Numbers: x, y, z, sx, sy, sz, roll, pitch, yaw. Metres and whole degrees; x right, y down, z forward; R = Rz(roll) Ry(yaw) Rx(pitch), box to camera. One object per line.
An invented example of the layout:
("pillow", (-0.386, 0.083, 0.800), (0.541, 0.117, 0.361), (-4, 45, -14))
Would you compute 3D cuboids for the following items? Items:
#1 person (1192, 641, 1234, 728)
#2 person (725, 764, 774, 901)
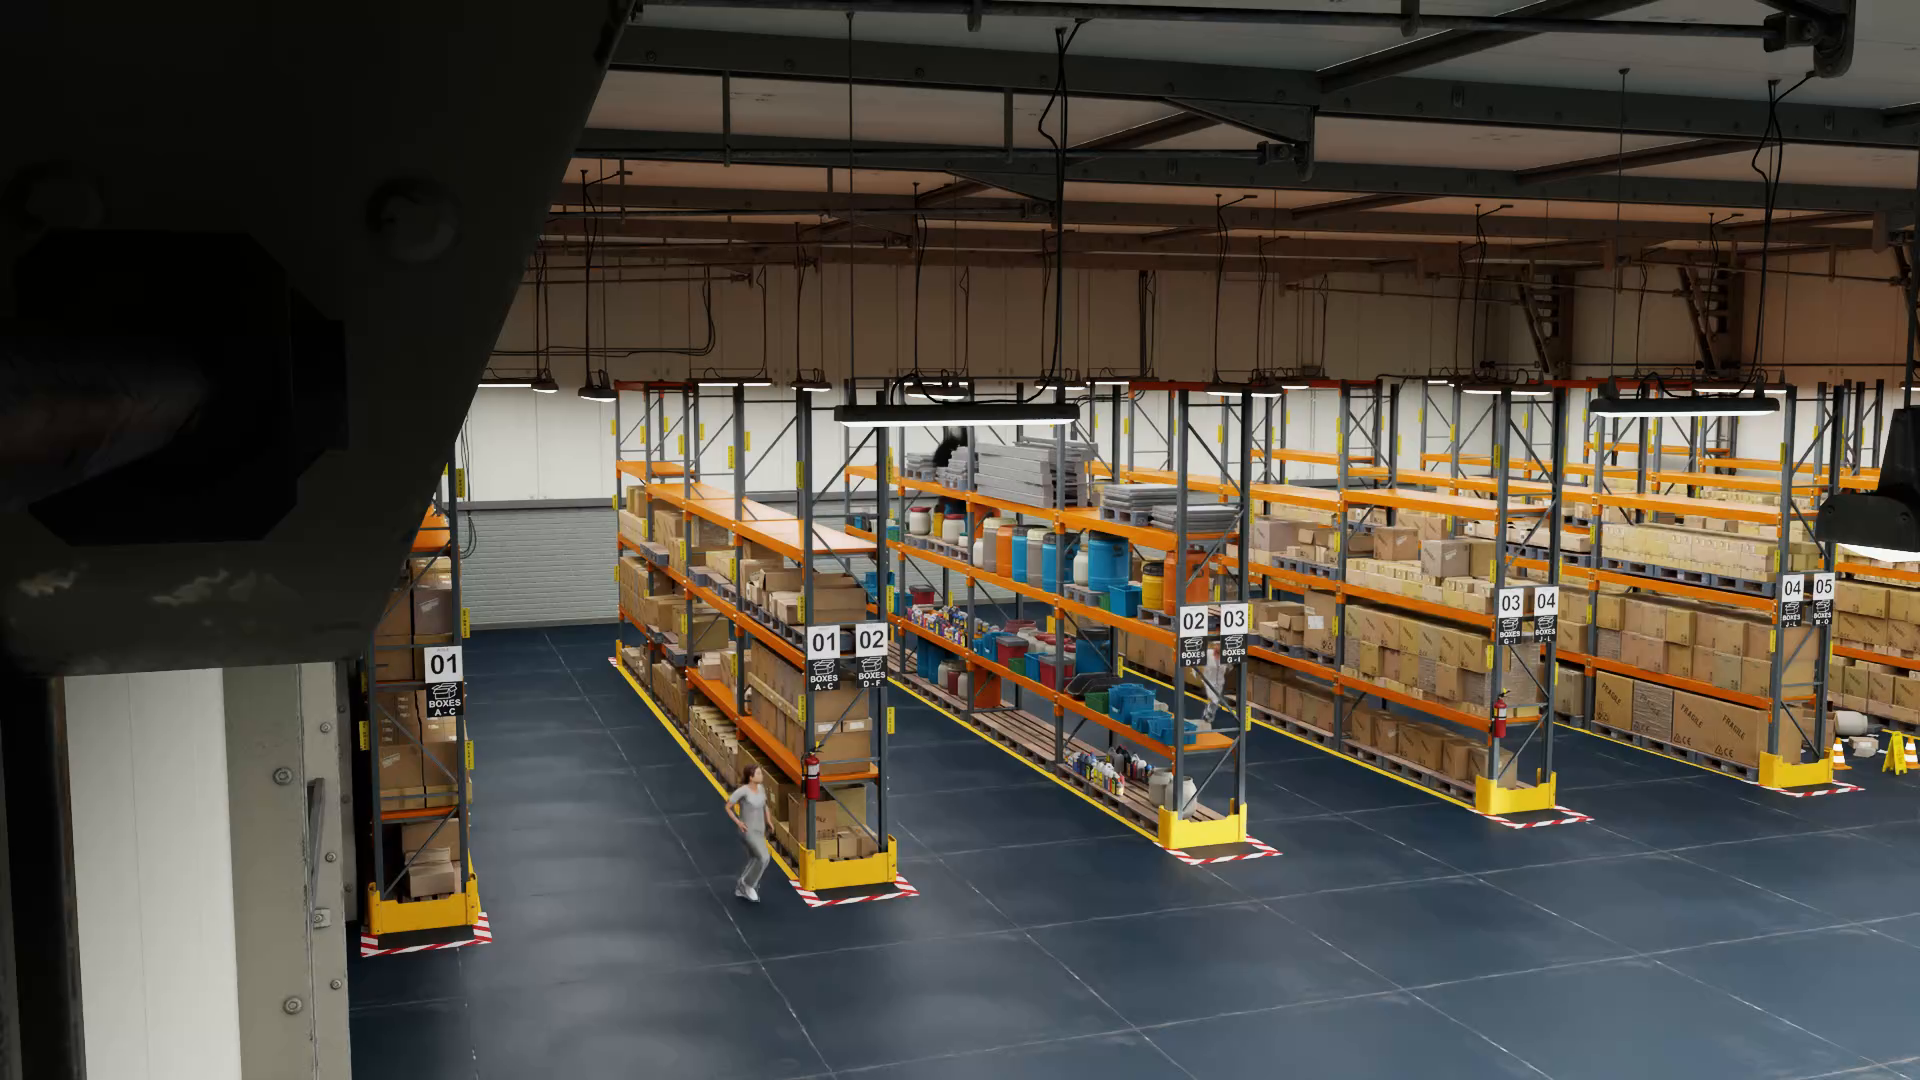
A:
("person", (4.319, 2.457, 28.320), (0.643, 1.702, 0.880), (-2, 6, -20))
("person", (-2.421, 3.444, 19.581), (0.582, 1.635, 0.585), (4, 7, 33))
